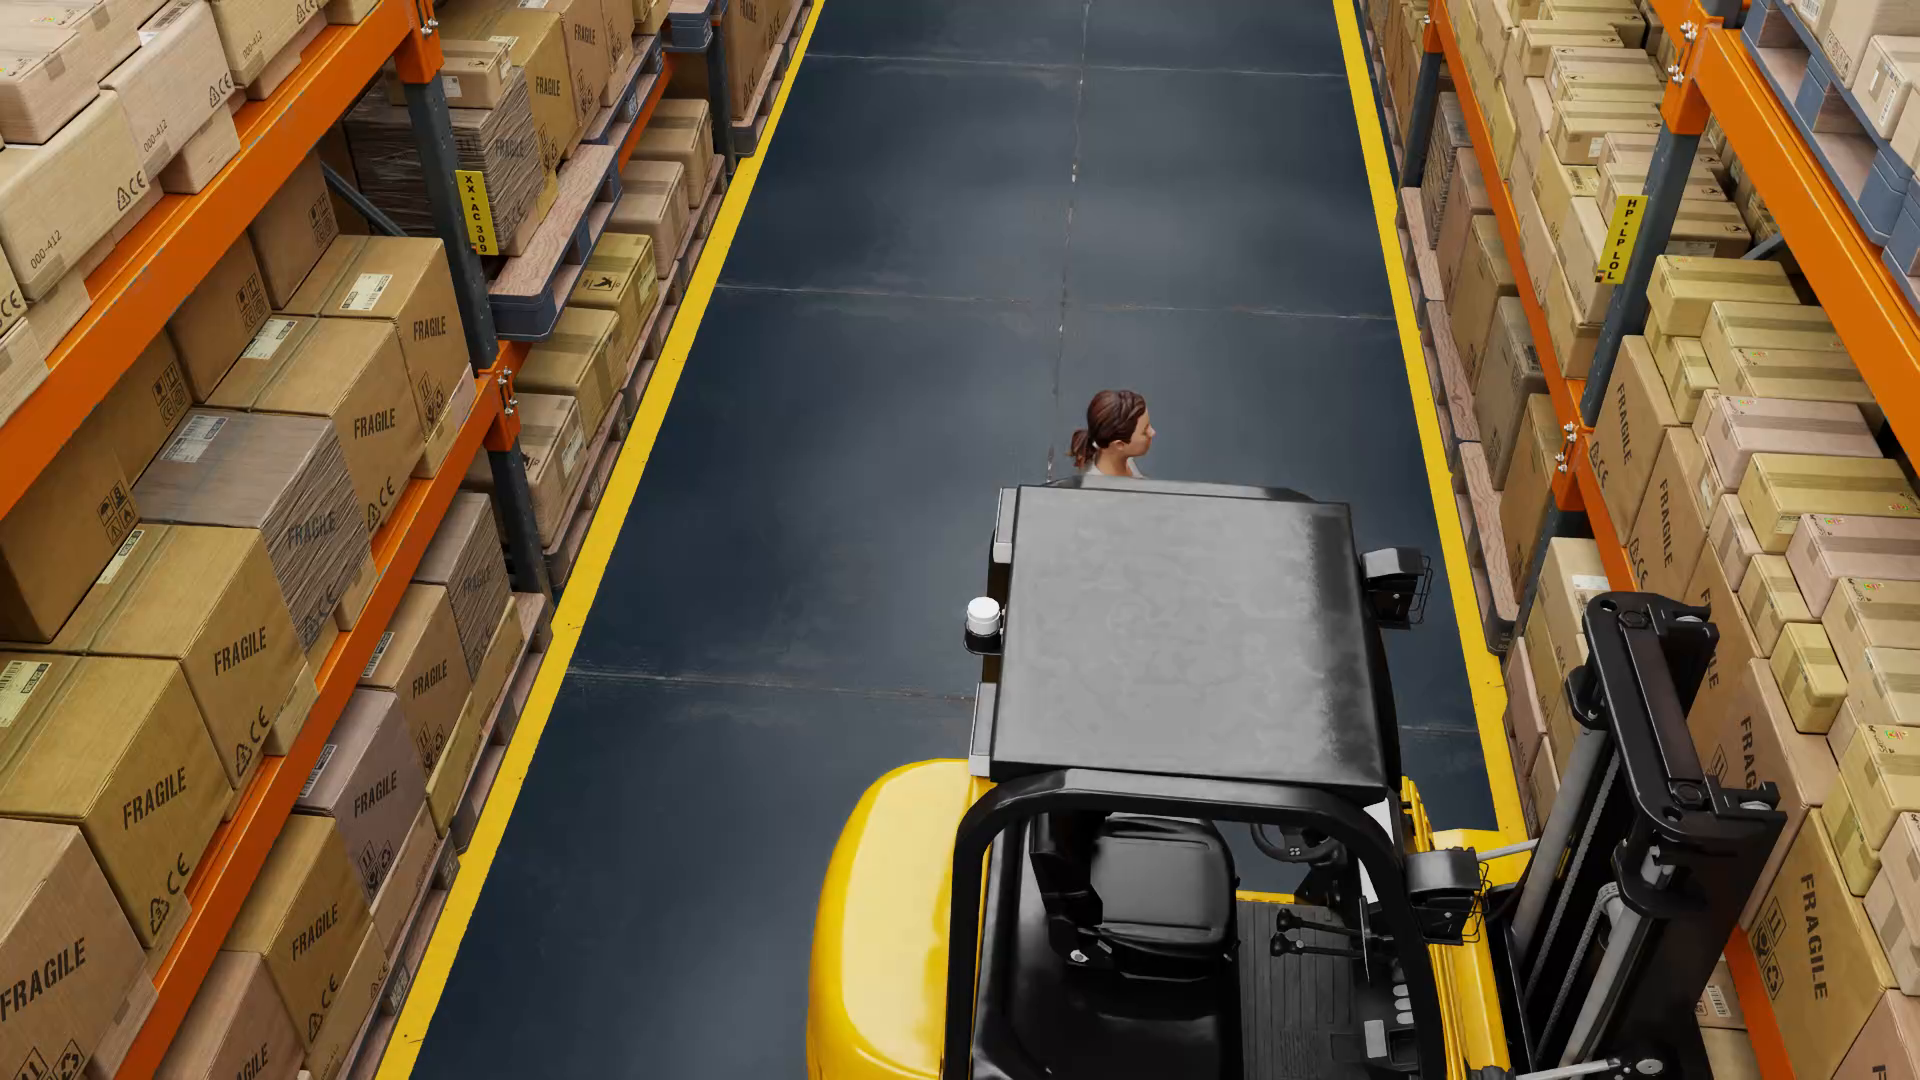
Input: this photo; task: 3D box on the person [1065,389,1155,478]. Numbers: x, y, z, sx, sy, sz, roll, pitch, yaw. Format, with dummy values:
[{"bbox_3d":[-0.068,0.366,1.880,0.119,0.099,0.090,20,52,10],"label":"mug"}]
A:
[{"bbox_3d":[0.587,0.172,5.952,0.475,1.675,0.464,3,40,3],"label":"person"}]
